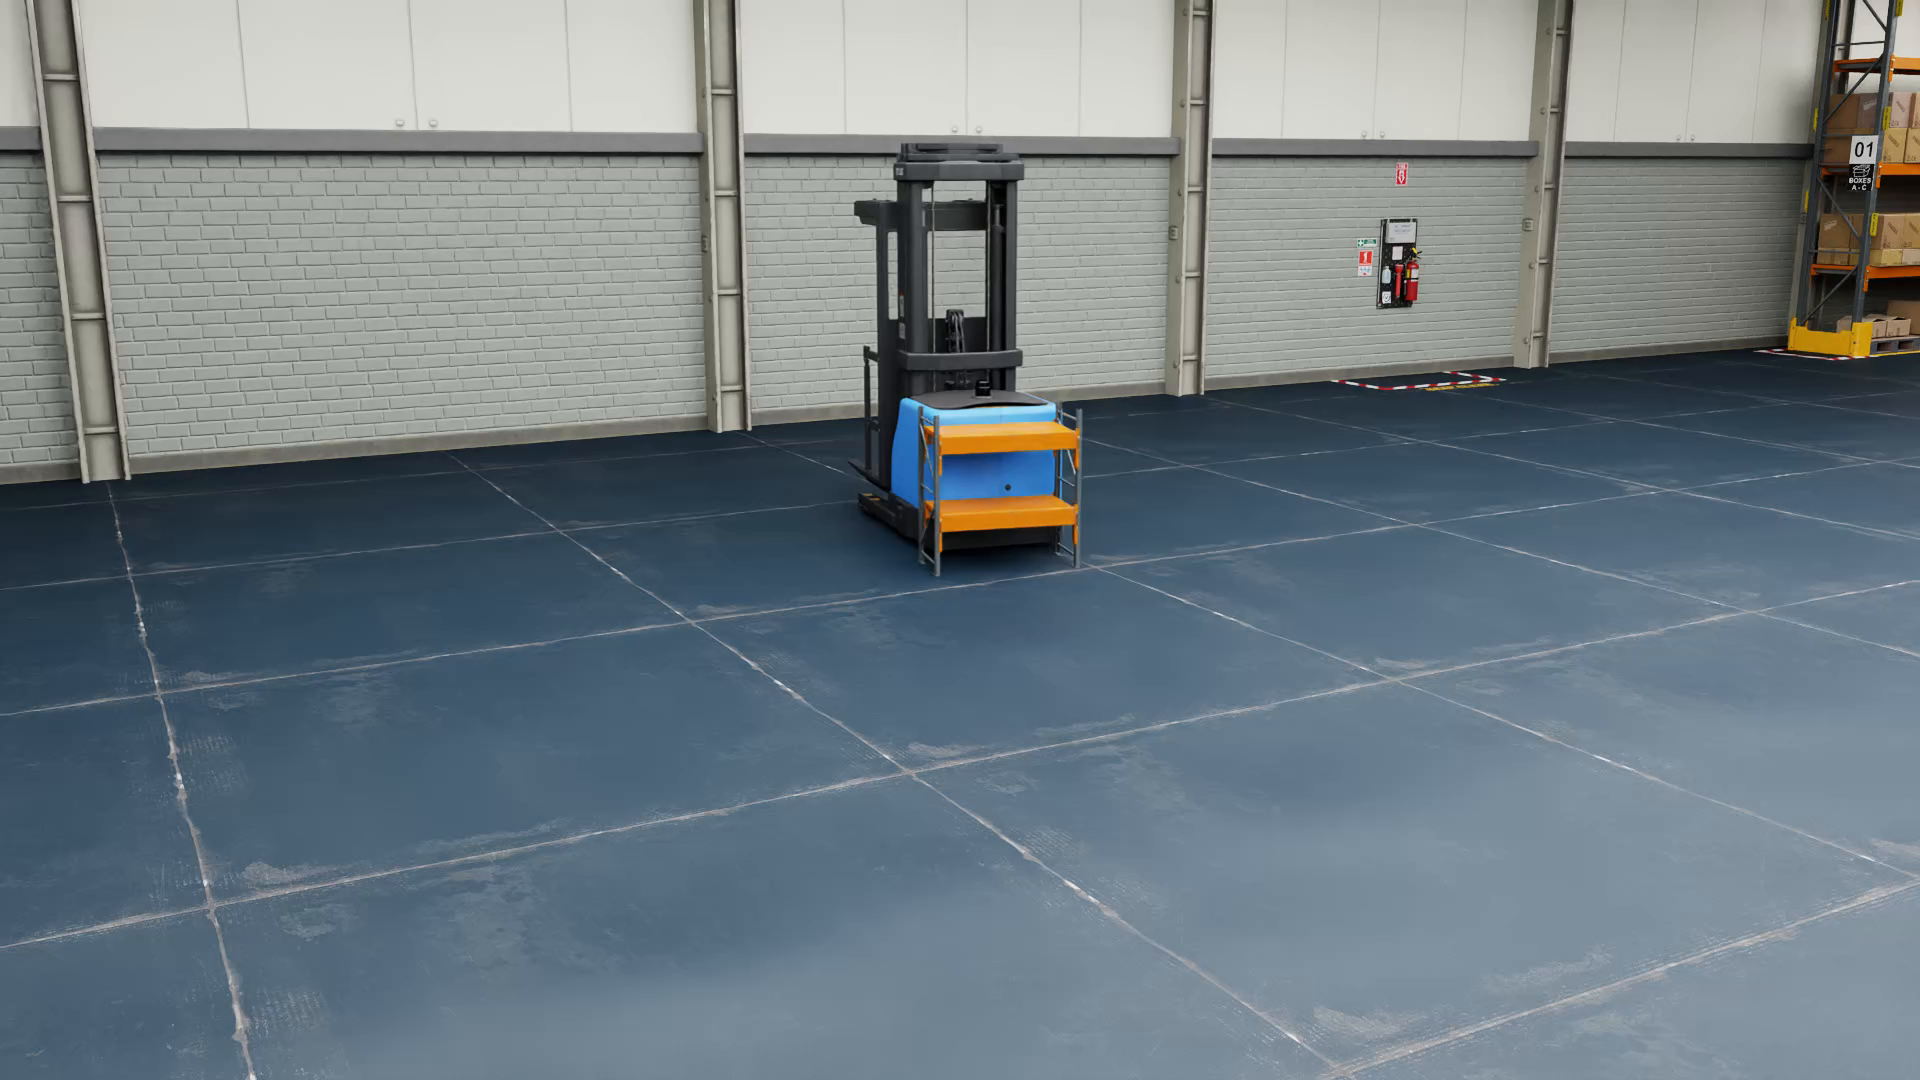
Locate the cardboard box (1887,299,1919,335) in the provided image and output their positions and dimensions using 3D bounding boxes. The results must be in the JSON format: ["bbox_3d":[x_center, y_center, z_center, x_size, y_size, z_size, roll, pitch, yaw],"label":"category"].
[{"bbox_3d":[14.939,-3.484,25.948,0.500,0.500,0.700,-8,15,-31],"label":"cardboard box"}]

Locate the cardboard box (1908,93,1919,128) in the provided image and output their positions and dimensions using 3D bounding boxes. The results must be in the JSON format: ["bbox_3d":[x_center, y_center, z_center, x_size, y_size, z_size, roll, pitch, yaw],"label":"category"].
[{"bbox_3d":[14.039,-6.352,24.620,0.500,0.500,0.500,-7,14,-29],"label":"cardboard box"}]

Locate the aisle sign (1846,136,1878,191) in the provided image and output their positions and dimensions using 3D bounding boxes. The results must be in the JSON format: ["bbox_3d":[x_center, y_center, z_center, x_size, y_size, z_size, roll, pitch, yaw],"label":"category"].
[{"bbox_3d":[13.201,-5.508,24.333,0.004,0.787,0.394,-7,14,-28],"label":"aisle sign"}]

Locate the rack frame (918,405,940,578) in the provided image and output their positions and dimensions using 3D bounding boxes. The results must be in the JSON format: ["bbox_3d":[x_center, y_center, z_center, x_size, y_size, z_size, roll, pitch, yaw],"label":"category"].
[{"bbox_3d":[-0.216,-0.343,11.573,0.032,1.125,0.500,-3,13,-15],"label":"rack frame"}]

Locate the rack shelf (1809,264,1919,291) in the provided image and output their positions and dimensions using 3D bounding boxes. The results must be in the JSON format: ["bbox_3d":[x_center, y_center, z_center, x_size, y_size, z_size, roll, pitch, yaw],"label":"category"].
[{"bbox_3d":[14.876,-4.165,25.923,4.000,0.370,1.077,-7,14,-28],"label":"rack shelf"}]

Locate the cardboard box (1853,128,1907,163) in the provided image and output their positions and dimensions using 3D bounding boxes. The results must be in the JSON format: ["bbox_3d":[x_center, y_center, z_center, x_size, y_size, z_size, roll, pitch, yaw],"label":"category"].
[{"bbox_3d":[13.534,-5.814,24.508,0.500,0.500,0.500,-6,14,-26],"label":"cardboard box"}]

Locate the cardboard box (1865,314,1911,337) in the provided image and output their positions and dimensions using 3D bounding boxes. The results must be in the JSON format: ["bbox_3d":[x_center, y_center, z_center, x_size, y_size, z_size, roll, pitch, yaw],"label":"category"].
[{"bbox_3d":[14.271,-3.324,25.668,0.500,0.311,0.500,-6,14,-23],"label":"cardboard box"}]

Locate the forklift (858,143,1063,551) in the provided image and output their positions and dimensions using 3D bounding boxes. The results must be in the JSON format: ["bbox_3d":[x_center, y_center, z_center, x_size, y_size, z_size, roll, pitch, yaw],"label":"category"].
[{"bbox_3d":[-0.191,-1.631,13.181,1.130,2.935,3.031,-4,13,-18],"label":"forklift"}]

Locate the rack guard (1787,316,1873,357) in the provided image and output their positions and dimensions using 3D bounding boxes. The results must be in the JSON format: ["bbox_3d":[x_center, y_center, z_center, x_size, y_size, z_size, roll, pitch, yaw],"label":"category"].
[{"bbox_3d":[13.187,-3.094,25.219,0.348,0.500,1.175,-7,14,-28],"label":"rack guard"}]

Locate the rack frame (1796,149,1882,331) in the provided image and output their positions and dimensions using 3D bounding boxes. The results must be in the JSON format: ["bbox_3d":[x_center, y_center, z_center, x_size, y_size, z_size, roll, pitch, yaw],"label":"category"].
[{"bbox_3d":[13.120,-4.306,24.909,0.127,3.000,1.000,-7,14,-28],"label":"rack frame"}]

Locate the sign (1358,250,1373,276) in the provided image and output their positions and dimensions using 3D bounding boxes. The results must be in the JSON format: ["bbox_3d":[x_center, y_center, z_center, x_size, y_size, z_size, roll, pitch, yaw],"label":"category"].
[{"bbox_3d":[5.332,-3.641,21.875,0.234,0.329,0.001,-7,14,-28],"label":"sign"}]

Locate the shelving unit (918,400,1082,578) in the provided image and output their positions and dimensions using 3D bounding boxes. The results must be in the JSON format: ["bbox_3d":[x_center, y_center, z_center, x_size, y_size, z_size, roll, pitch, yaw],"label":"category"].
[{"bbox_3d":[0.275,-0.372,11.701,1.048,1.125,0.538,-3,13,-15],"label":"shelving unit"}]

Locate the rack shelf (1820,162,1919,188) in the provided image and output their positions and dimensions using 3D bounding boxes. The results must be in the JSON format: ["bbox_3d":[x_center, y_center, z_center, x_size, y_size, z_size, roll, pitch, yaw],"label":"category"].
[{"bbox_3d":[14.876,-5.628,25.593,4.000,0.370,1.077,-7,14,-28],"label":"rack shelf"}]

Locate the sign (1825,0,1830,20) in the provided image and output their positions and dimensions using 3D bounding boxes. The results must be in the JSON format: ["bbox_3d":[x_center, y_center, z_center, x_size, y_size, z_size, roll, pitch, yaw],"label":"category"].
[{"bbox_3d":[12.872,-7.874,24.615,0.005,0.325,0.100,-7,14,-28],"label":"sign"}]

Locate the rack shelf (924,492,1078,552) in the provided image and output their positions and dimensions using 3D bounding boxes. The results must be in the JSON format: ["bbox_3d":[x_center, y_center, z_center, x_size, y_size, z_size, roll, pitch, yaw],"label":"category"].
[{"bbox_3d":[0.275,-0.134,11.755,1.000,0.278,0.538,-3,13,-15],"label":"rack shelf"}]

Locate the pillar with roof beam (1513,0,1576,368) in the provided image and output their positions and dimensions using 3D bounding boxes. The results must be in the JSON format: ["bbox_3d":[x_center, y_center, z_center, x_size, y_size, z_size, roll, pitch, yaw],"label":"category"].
[{"bbox_3d":[10.117,-6.012,18.827,0.400,9.000,9.100,-7,14,-28],"label":"pillar with roof beam"}]

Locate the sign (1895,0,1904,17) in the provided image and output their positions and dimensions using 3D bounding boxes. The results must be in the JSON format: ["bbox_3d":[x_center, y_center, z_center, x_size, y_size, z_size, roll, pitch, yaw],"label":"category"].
[{"bbox_3d":[13.380,-7.622,23.674,0.005,0.325,0.100,-7,14,-28],"label":"sign"}]

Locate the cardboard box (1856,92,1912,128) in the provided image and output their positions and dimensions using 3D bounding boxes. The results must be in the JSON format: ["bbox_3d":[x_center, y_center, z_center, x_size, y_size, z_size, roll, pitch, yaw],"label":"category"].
[{"bbox_3d":[13.575,-6.309,24.429,0.500,0.500,0.500,-8,15,-32],"label":"cardboard box"}]

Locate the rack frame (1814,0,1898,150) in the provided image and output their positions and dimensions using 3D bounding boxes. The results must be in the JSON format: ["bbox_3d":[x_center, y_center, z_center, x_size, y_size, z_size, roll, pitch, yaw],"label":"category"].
[{"bbox_3d":[13.120,-7.232,24.250,0.127,3.000,1.000,-7,14,-28],"label":"rack frame"}]

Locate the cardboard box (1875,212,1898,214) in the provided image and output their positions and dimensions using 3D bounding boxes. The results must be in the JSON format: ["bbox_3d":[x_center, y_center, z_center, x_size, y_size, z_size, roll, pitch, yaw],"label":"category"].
[{"bbox_3d":[14.331,-4.805,25.715,0.500,0.500,0.500,-7,15,-29],"label":"cardboard box"}]

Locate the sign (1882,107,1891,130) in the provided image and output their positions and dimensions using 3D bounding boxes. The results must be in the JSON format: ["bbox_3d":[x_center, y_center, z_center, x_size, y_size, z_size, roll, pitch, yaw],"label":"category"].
[{"bbox_3d":[13.381,-6.091,24.019,0.005,0.325,0.100,-7,14,-28],"label":"sign"}]

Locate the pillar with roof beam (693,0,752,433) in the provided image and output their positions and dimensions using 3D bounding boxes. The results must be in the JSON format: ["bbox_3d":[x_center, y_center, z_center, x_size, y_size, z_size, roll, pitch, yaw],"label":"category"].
[{"bbox_3d":[-0.416,-4.749,13.217,0.400,9.000,9.100,-7,14,-28],"label":"pillar with roof beam"}]

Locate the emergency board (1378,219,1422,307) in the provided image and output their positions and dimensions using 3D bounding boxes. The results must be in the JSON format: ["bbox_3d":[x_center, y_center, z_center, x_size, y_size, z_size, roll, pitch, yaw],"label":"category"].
[{"bbox_3d":[5.870,-3.662,22.050,0.636,1.158,0.192,-7,14,-28],"label":"emergency board"}]

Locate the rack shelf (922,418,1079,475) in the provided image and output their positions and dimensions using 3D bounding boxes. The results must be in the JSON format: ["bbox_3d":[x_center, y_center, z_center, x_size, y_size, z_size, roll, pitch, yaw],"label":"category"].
[{"bbox_3d":[0.275,-0.658,11.637,1.000,0.278,0.538,-3,13,-15],"label":"rack shelf"}]

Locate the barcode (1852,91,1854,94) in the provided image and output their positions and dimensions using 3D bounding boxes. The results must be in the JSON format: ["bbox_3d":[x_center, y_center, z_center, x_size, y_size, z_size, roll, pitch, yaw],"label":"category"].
[{"bbox_3d":[13.504,-6.769,25.153,0.075,0.075,0.001,-7,14,-28],"label":"barcode"}]

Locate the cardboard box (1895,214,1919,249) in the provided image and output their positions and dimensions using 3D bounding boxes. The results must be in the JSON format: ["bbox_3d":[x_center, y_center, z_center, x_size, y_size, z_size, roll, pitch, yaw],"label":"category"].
[{"bbox_3d":[14.122,-4.650,25.029,0.500,0.500,0.500,-7,14,-28],"label":"cardboard box"}]

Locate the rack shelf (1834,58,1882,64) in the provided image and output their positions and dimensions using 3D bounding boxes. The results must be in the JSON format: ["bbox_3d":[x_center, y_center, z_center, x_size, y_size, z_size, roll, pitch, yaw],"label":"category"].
[{"bbox_3d":[14.876,-7.220,25.235,3.809,0.052,0.919,-7,14,-28],"label":"rack shelf"}]

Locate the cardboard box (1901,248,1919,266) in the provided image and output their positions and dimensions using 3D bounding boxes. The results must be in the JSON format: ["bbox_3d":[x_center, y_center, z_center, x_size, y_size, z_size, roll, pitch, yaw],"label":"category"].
[{"bbox_3d":[14.150,-4.290,25.134,0.500,0.250,0.500,-7,15,-30],"label":"cardboard box"}]

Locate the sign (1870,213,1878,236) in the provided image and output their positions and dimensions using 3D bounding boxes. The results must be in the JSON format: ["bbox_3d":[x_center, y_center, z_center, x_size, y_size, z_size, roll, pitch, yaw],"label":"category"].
[{"bbox_3d":[13.381,-4.623,24.349,0.005,0.325,0.100,-7,14,-28],"label":"sign"}]

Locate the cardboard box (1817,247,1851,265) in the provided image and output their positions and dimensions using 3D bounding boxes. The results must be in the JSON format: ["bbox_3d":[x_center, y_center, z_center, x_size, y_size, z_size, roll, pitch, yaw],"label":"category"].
[{"bbox_3d":[13.438,-4.329,25.307,0.500,0.250,0.500,-7,14,-27],"label":"cardboard box"}]

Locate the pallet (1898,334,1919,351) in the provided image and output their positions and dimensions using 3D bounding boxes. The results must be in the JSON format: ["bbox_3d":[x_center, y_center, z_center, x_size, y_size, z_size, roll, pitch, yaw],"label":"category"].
[{"bbox_3d":[14.987,-3.159,26.166,1.213,0.211,1.003,-7,14,-28],"label":"pallet"}]

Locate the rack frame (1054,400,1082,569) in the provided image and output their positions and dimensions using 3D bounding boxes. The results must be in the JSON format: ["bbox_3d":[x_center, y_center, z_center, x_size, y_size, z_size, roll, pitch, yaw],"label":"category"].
[{"bbox_3d":[0.766,-0.401,11.830,0.032,1.125,0.500,-3,13,-15],"label":"rack frame"}]

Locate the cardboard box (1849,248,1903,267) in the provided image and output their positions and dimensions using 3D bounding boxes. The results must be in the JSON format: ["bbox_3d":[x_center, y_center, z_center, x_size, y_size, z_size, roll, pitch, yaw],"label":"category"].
[{"bbox_3d":[13.701,-4.232,24.879,0.500,0.250,0.500,-7,15,-29],"label":"cardboard box"}]

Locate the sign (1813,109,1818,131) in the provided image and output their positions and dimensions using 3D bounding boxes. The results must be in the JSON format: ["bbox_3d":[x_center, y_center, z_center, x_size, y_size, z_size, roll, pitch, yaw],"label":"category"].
[{"bbox_3d":[12.872,-6.310,24.967,0.005,0.325,0.100,-7,14,-28],"label":"sign"}]

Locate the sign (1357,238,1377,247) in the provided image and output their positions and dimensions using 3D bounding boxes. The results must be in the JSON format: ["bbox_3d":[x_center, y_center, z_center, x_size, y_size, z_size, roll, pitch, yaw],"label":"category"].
[{"bbox_3d":[5.340,-3.898,21.812,0.331,0.109,0.001,-7,14,-28],"label":"sign"}]

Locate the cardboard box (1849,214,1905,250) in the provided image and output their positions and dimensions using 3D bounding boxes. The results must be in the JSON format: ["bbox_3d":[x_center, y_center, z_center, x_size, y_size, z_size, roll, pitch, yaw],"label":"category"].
[{"bbox_3d":[13.683,-4.600,24.806,0.500,0.500,0.500,-7,14,-28],"label":"cardboard box"}]

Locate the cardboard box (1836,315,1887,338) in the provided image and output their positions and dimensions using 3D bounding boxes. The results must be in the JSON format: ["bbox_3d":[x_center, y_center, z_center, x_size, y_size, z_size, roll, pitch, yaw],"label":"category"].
[{"bbox_3d":[13.771,-3.264,25.402,0.500,0.311,0.500,-9,15,-34],"label":"cardboard box"}]

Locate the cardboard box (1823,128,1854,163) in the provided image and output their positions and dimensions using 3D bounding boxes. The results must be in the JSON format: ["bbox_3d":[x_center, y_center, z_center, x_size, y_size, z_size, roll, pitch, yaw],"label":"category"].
[{"bbox_3d":[13.365,-5.920,24.978,0.500,0.500,0.500,-6,14,-24],"label":"cardboard box"}]

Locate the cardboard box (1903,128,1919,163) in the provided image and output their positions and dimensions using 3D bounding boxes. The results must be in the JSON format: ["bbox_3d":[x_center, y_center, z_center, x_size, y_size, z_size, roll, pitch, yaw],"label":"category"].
[{"bbox_3d":[14.022,-5.864,24.729,0.500,0.500,0.500,-6,14,-24],"label":"cardboard box"}]
